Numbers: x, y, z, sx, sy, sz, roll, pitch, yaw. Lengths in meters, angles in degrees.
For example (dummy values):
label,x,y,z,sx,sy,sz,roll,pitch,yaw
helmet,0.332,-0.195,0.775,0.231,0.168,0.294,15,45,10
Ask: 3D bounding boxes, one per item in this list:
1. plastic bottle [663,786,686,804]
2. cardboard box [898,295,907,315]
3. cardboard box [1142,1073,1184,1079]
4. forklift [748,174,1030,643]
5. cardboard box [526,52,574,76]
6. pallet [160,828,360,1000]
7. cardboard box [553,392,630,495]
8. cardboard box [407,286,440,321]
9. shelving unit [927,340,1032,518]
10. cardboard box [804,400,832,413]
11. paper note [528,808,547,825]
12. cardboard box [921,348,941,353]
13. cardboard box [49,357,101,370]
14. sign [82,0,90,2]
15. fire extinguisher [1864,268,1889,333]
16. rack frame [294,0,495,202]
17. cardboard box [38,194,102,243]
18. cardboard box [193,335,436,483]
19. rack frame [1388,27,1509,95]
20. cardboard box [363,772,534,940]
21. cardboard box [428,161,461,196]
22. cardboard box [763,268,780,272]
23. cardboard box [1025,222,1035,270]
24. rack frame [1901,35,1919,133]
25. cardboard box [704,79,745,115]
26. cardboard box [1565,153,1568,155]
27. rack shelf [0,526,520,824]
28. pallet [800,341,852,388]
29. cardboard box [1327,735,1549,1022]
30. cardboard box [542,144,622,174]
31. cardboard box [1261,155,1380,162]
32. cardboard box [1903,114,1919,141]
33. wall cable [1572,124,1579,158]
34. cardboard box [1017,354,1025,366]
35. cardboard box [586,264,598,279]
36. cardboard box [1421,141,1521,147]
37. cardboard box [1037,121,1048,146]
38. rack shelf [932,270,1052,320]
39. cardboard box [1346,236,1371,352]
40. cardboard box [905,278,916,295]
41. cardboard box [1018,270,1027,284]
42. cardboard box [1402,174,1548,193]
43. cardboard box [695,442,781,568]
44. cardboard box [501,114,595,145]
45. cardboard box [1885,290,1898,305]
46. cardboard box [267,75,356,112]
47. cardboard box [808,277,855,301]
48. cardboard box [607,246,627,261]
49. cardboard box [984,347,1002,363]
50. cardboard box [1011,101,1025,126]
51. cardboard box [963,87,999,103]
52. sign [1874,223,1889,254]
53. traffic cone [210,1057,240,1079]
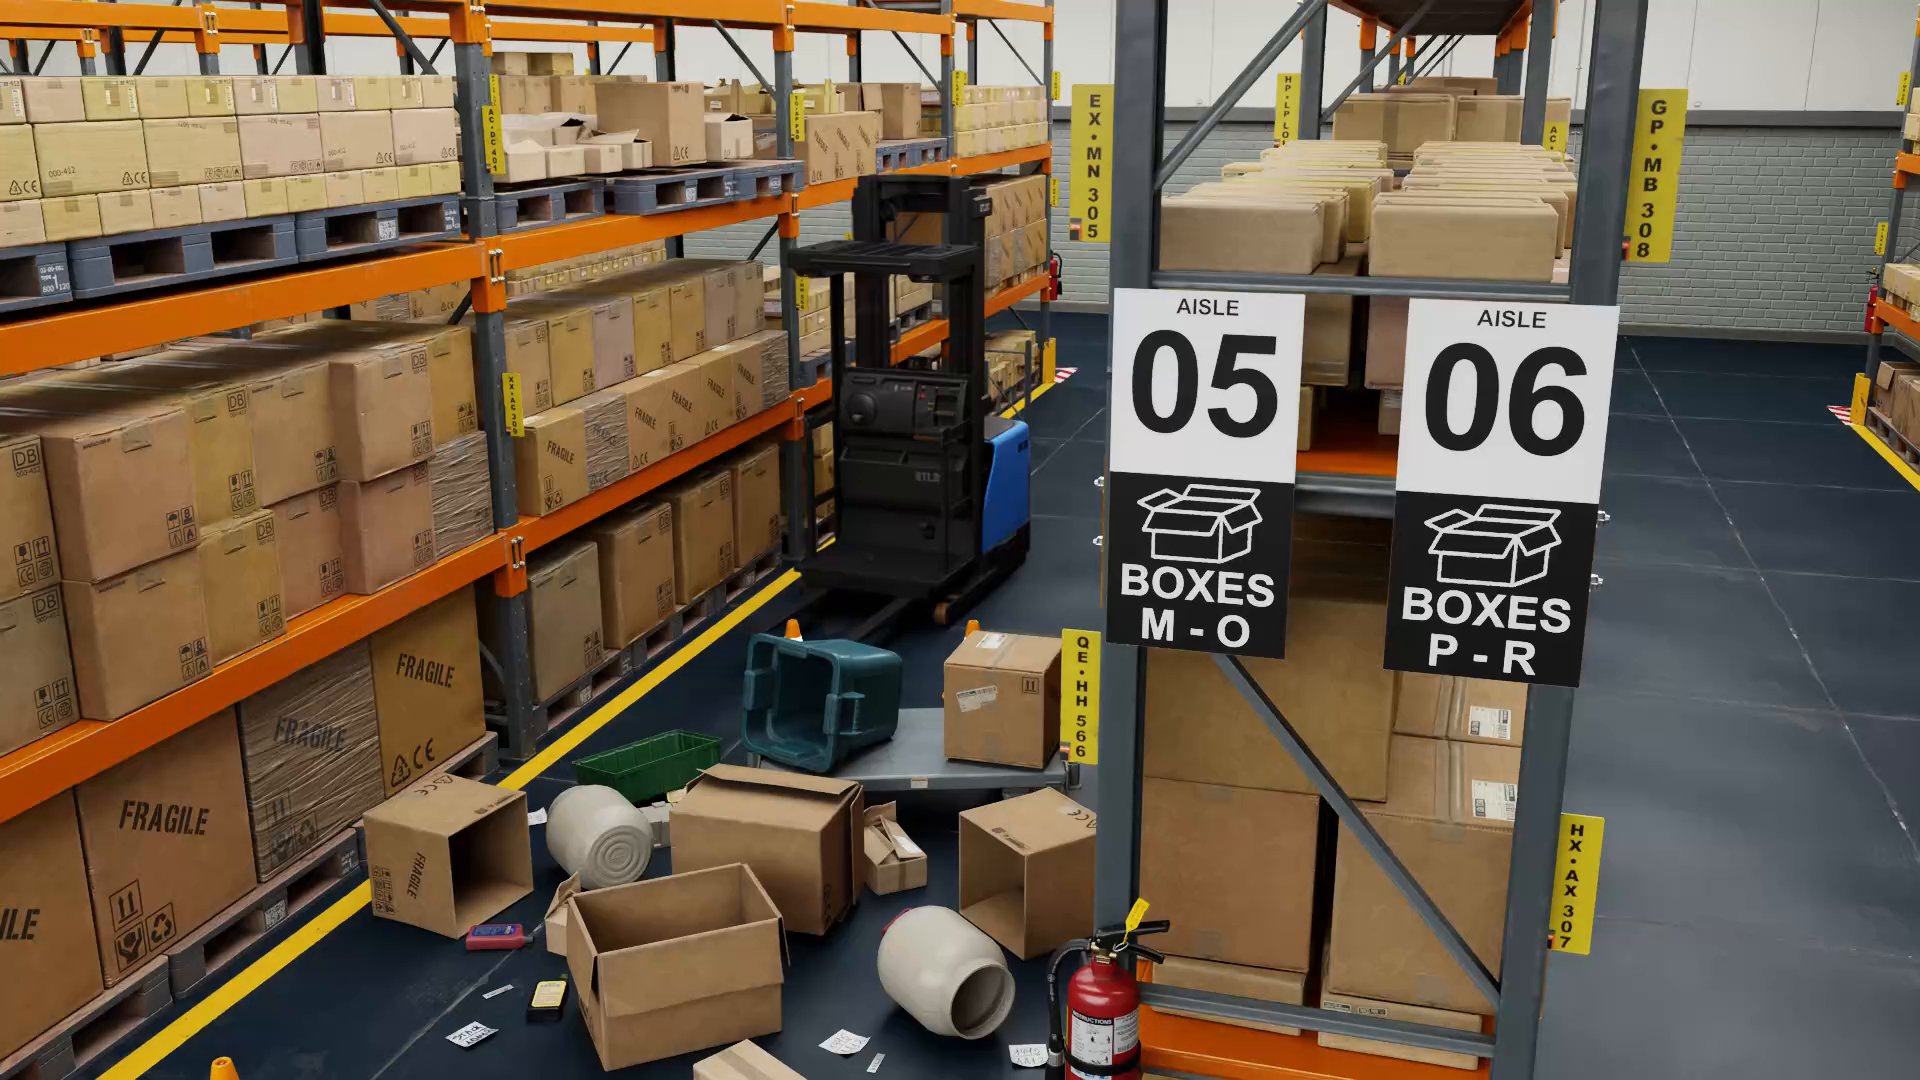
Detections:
label,x,y,z,sx,sy,sz,roll,pitch,yaw
plastic bottle,-1.460,1.321,8.560,0.133,0.061,0.283,-4,16,-13
cardboard box,-0.696,-2.138,15.062,0.380,0.149,0.250,4,16,13
cardboard box,0.787,1.652,4.903,0.500,0.500,0.500,5,17,16
forklift,-0.470,-0.954,11.320,1.130,2.935,3.031,6,17,20
cardboard box,-4.729,-5.407,18.888,0.500,0.250,0.500,4,16,14
pallet,-3.465,1.573,7.399,1.003,0.211,1.213,5,16,16
cardboard box,-2.278,-0.579,9.691,0.500,0.500,0.500,5,17,16
cardboard box,-5.442,-2.425,16.197,0.500,0.500,0.500,4,16,15
shelving unit,0.163,-0.799,13.399,0.538,1.500,1.048,6,17,20
cardboard box,-1.120,-0.983,13.736,0.500,0.250,0.500,4,16,15
paper note,-2.151,1.392,8.364,0.147,0.020,0.142,-7,17,-23
cardboard box,-0.228,-2.009,18.278,0.380,0.149,0.250,5,16,16
cardboard box,-6.634,-1.420,12.315,0.396,0.266,0.258,4,16,14
sign,-9.504,-5.913,18.067,0.100,0.325,0.005,5,16,16
fire extinguisher,9.715,-2.538,17.605,0.296,0.674,0.183,5,16,16
rack frame,-2.829,-3.168,8.008,1.000,3.000,0.127,5,16,16
cardboard box,-3.274,-1.137,5.852,0.380,0.149,0.250,5,16,16
cardboard box,-3.011,-0.627,7.789,0.875,0.550,0.550,5,16,16
rack frame,4.220,-4.904,14.127,1.000,3.000,0.127,5,16,16
cardboard box,-2.286,1.405,7.455,0.500,0.500,0.500,8,18,25
cardboard box,-2.626,-1.734,7.957,0.380,0.149,0.250,5,16,16
cardboard box,-1.548,-2.266,14.422,0.380,0.149,0.250,5,17,18
cardboard box,0.549,-3.341,18.883,0.500,0.500,0.500,4,16,15
rack frame,10.116,-5.566,16.463,1.000,3.000,0.127,5,16,16
cardboard box,-1.826,-3.314,12.433,0.396,0.266,0.258,5,16,16
cardboard box,2.640,-1.752,8.018,0.500,0.250,0.500,4,16,15
rack shelf,-3.397,0.587,7.080,1.077,0.370,4.000,5,16,16
pallet,-1.591,-1.431,13.229,1.213,0.211,1.003,5,16,16
cardboard box,1.210,0.828,4.184,0.500,0.500,0.500,4,16,15
cardboard box,-2.181,-2.201,9.603,0.380,0.149,0.250,5,16,16
cardboard box,1.226,-1.228,5.665,0.380,0.149,0.250,4,16,15
cardboard box,9.728,-4.099,16.518,0.500,0.250,0.500,4,16,15
wall cable,8.299,-4.923,23.327,0.588,1.984,0.122,5,16,16
cardboard box,0.559,-2.099,19.142,0.380,0.149,0.250,4,16,14
cardboard box,-4.437,-3.125,19.310,0.380,0.149,0.250,4,16,14
cardboard box,2.065,-1.531,6.731,0.380,0.149,0.250,5,17,17
cardboard box,0.706,-4.653,19.015,0.500,0.250,0.500,4,16,15
rack shelf,0.013,-2.552,18.149,1.077,0.370,4.000,5,16,16
cardboard box,0.853,-0.677,4.454,0.500,0.250,0.500,4,16,15
cardboard box,-0.626,-2.346,15.250,0.380,0.149,0.250,5,17,18
cardboard box,0.546,-2.996,18.856,0.380,0.149,0.250,5,17,17
cardboard box,1.414,-0.921,4.582,0.380,0.149,0.250,5,16,16
cardboard box,-1.951,-0.296,12.229,1.050,0.750,0.750,4,16,15
cardboard box,-2.541,-2.408,10.036,0.500,0.311,0.500,4,16,14
cardboard box,9.760,-2.495,17.088,0.380,0.149,0.250,4,16,15
cardboard box,-2.842,-1.921,7.153,0.380,0.149,0.250,5,17,17
cardboard box,-1.076,-2.076,13.753,0.380,0.149,0.250,5,17,18
cardboard box,-4.318,-3.490,19.868,0.500,0.250,0.500,4,16,14
cardboard box,0.257,-2.043,18.402,0.380,0.149,0.250,4,16,14
cardboard box,0.402,-4.625,18.000,0.500,0.250,0.500,5,17,17
cardboard box,0.179,-4.576,17.096,0.380,0.149,0.250,5,17,19
sign,9.596,-3.139,17.312,0.100,0.325,0.005,5,16,16
traffic cone,-2.453,1.956,5.585,0.336,0.463,0.334,5,16,16
